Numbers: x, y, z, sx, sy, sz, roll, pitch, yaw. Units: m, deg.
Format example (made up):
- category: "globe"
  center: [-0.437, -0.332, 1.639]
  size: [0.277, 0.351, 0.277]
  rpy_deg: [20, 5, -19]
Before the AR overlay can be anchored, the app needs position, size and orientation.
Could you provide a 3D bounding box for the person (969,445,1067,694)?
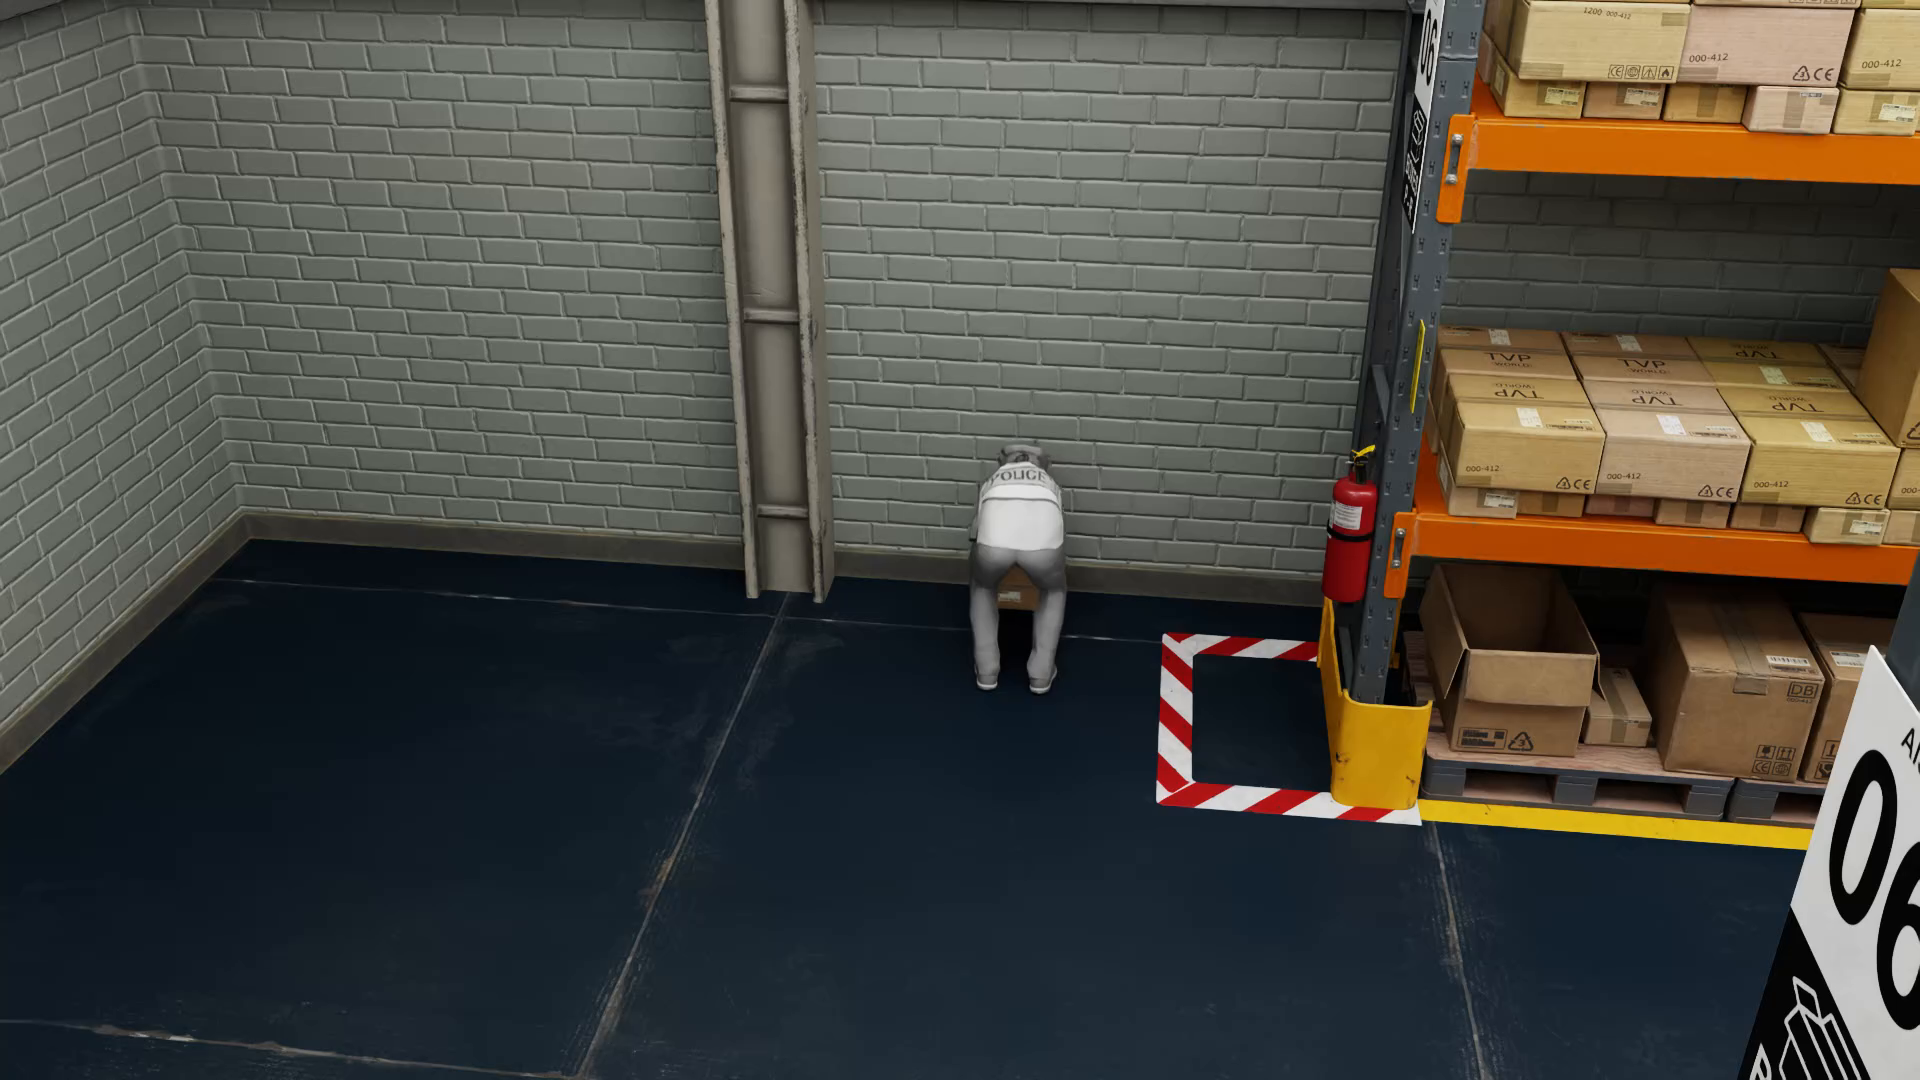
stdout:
- category: "person"
  center: [0.272, 0.104, 7.631]
  size: [0.449, 1.000, 0.932]
  rpy_deg: [2, 29, 4]
